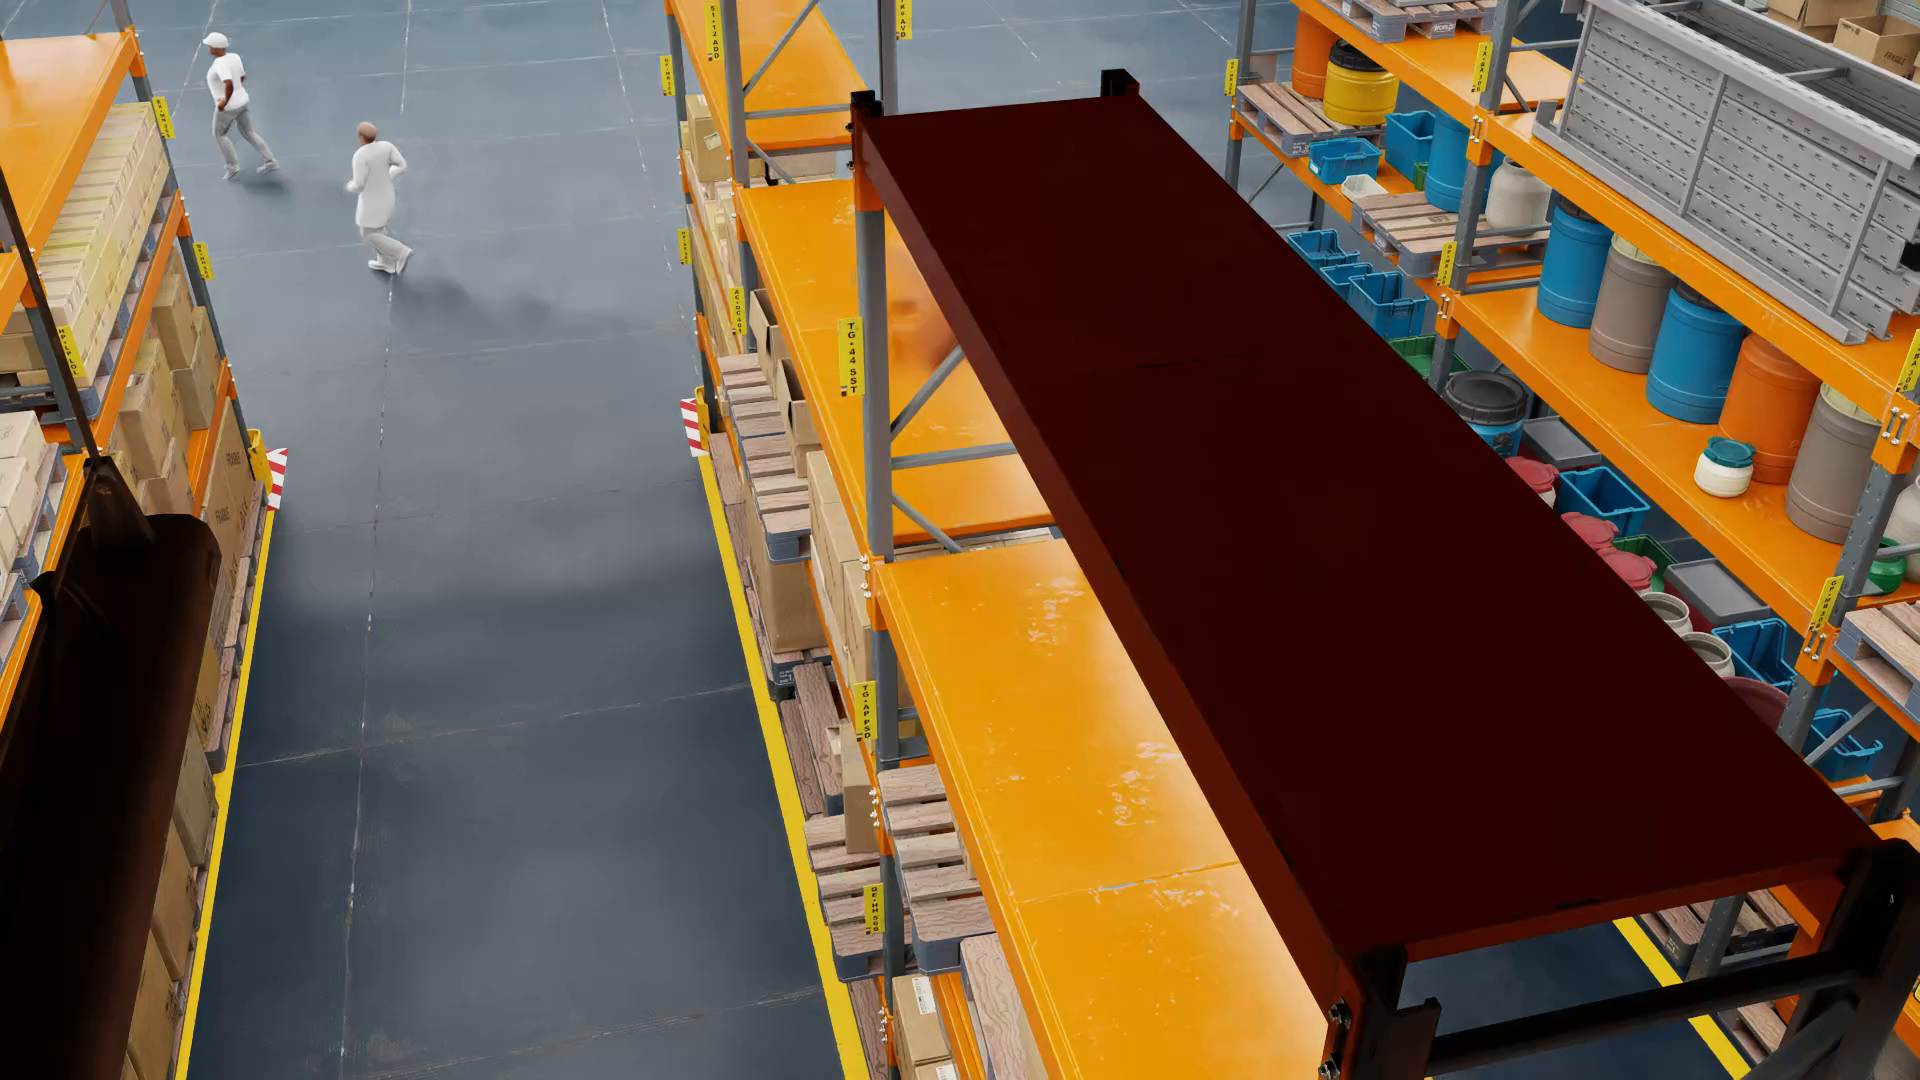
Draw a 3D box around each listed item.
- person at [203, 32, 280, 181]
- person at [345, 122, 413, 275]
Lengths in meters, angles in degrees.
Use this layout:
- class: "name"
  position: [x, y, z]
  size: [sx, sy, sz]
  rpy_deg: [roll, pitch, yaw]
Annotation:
- class: "person"
  position: [-8.806, -5.239, 20.190]
  size: [0.787, 1.830, 0.676]
  rpy_deg: [8, 35, 12]
- class: "person"
  position: [-6.238, -3.582, 17.973]
  size: [0.753, 1.520, 0.713]
  rpy_deg: [15, 37, 21]
